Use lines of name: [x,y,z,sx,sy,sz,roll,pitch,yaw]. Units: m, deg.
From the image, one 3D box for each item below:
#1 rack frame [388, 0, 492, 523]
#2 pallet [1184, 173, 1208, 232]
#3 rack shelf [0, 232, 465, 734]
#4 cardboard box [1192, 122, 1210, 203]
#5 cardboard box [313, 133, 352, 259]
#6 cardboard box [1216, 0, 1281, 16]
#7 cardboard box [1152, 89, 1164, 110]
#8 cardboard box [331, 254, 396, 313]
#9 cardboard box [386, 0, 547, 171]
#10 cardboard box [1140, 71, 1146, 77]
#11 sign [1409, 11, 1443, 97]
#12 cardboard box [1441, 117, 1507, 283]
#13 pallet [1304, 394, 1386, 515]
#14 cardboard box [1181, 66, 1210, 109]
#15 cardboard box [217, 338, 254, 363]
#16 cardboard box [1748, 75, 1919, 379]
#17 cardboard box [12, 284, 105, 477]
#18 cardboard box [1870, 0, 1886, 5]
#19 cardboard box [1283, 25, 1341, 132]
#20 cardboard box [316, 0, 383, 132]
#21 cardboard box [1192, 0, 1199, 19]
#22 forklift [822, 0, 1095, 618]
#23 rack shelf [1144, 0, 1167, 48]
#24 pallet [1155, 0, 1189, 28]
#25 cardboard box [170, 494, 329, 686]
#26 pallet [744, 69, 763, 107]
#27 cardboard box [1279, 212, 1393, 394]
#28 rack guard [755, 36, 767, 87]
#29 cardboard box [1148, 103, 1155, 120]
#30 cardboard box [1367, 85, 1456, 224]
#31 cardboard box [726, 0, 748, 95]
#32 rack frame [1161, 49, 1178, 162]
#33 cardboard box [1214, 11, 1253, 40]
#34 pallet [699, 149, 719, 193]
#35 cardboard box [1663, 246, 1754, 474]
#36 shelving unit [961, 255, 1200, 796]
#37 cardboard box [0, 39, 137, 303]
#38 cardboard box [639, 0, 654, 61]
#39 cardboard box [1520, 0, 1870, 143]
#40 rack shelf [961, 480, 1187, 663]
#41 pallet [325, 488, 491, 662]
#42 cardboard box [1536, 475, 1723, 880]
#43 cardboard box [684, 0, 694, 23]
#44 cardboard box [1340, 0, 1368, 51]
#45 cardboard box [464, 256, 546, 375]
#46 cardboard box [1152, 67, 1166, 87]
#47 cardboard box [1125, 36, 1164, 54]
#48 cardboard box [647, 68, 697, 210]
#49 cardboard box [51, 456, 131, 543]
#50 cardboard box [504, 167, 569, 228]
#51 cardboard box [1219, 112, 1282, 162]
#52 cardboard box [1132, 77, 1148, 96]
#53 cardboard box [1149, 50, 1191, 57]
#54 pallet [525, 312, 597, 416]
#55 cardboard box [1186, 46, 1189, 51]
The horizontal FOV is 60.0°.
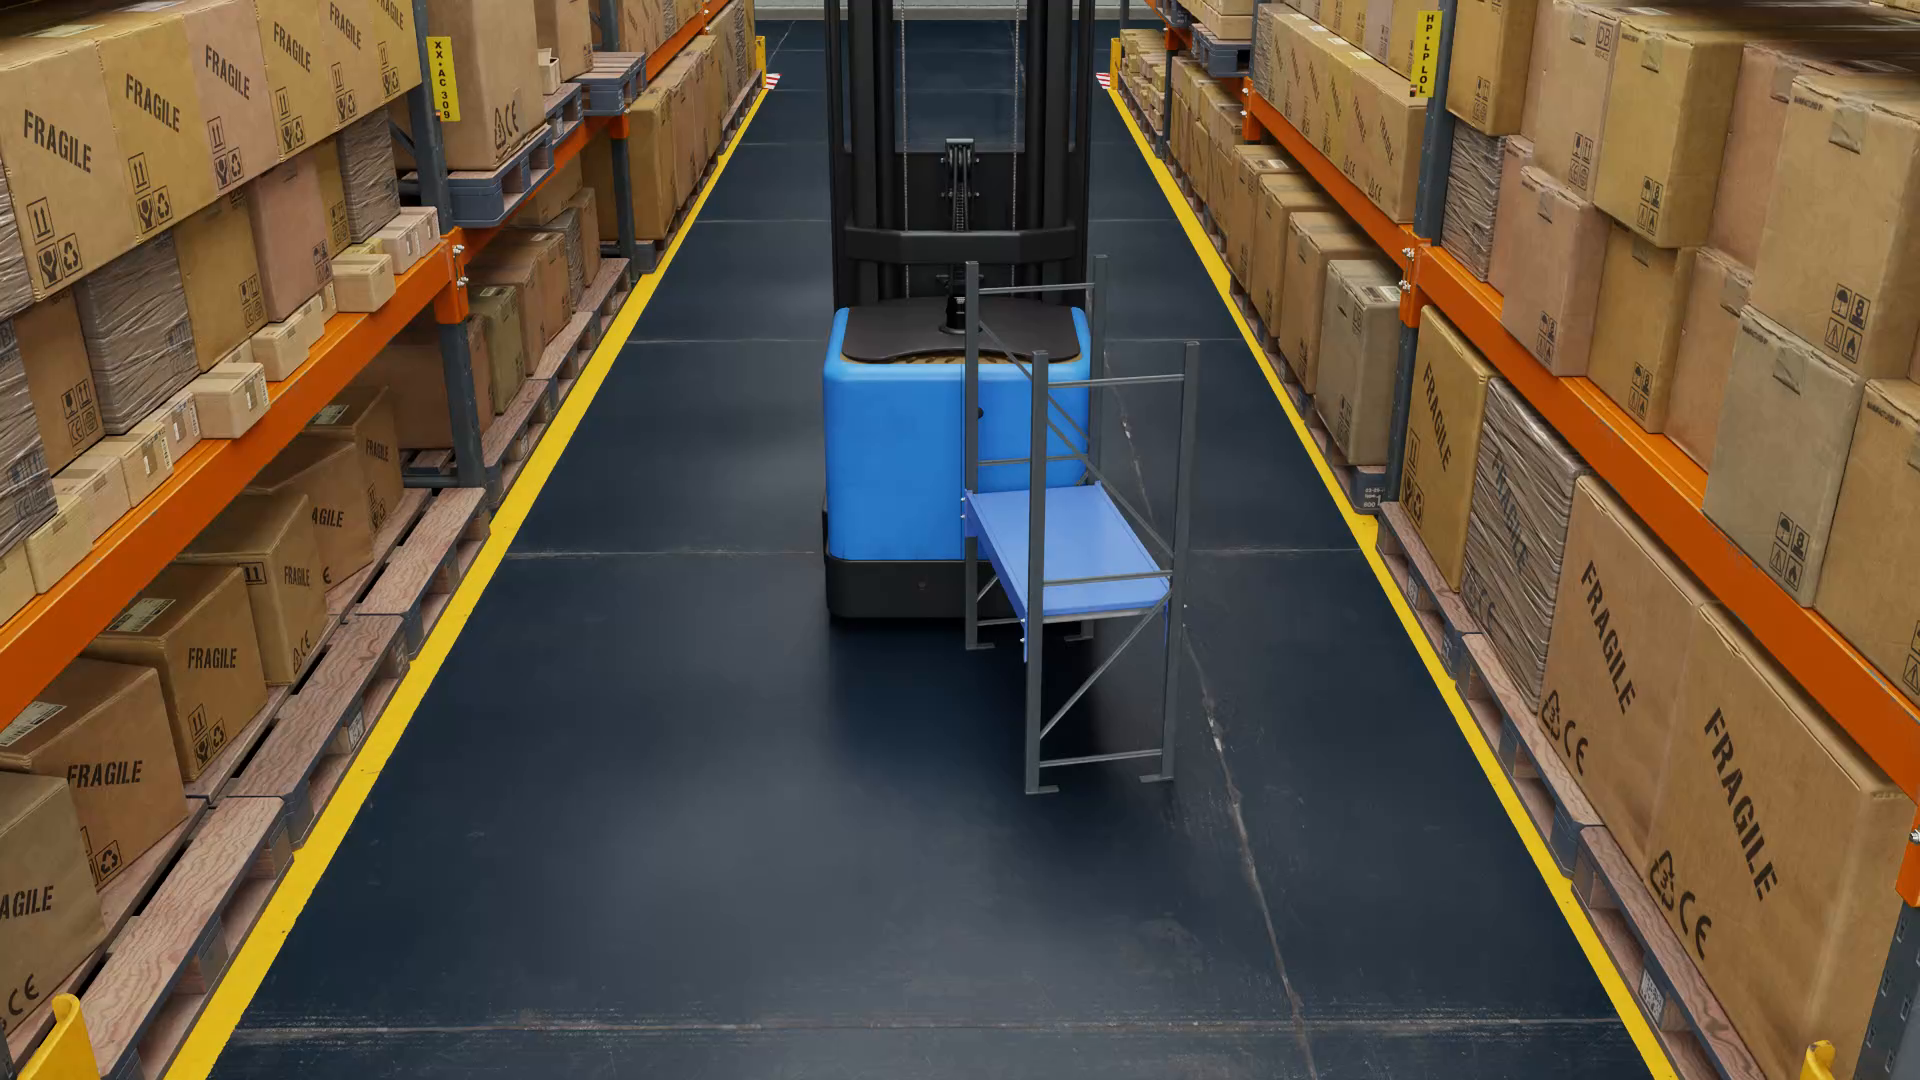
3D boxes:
rack frame: [-2.597,-1.429,6.770,1.000,3.000,0.127,0,24,-1]
pallet: [2.302,-2.611,12.767,1.003,0.211,1.213,0,24,-1]
rack shelf: [-2.575,-0.277,5.096,1.077,0.370,4.000,0,24,-1]
cardboard box: [2.027,-2.812,12.352,0.500,0.500,0.500,-1,24,-3]
cardboard box: [-2.684,-1.218,5.821,0.875,0.500,0.500,0,24,-1]
cardboard box: [1.859,-3.472,10.721,0.380,0.149,0.250,0,24,1]
cardboard box: [1.940,-3.974,14.986,0.380,0.149,0.250,-1,24,-3]
cardboard box: [-2.251,-0.918,5.946,0.380,0.149,0.250,0,24,-1]
cardboard box: [-2.466,-2.222,7.285,1.000,1.000,1.000,0,24,0]
cardboard box: [2.011,-4.737,16.672,0.380,0.149,0.250,-1,24,-3]
sign: [1.821,-1.895,6.490,0.100,0.325,0.005,0,24,-1]
cardboard box: [2.379,-1.326,6.360,0.875,0.550,0.550,0,24,-1]
pallet: [2.280,-0.457,8.004,1.003,0.211,1.213,0,24,-1]
cardboard box: [2.028,-3.575,13.129,0.500,0.250,0.500,0,24,1]
cardboard box: [-2.373,-0.506,5.033,0.380,0.149,0.250,0,24,-1]
cardboard box: [2.344,-0.701,3.668,0.875,0.550,0.550,0,24,-1]
cardboard box: [-2.658,-0.394,3.999,0.875,0.500,0.500,0,24,-1]
cardboard box: [6.968,-4.116,12.286,0.500,0.250,0.500,-1,24,-2]
cardboard box: [2.068,-2.500,9.016,0.500,0.500,0.500,0,24,-1]
cardboard box: [-2.310,-1.676,5.619,0.500,0.500,0.500,0,24,-1]
cardboard box: [1.847,-3.758,11.714,0.380,0.149,0.250,-1,24,-3]
forklift: [-0.004,-1.595,7.220,1.130,2.935,3.031,0,24,0]
rack shelf: [2.254,-5.203,15.986,1.077,0.370,4.000,0,24,-1]
pallet: [2.139,-4.303,13.357,1.003,0.211,1.213,0,24,-1]
cardboard box: [-2.534,0.175,5.747,0.500,0.500,0.500,-2,24,-5]
pallet: [-2.641,-4.774,17.550,1.003,0.211,1.213,0,24,-1]
cardboard box: [2.260,-1.229,8.548,1.050,0.750,0.750,0,24,-1]
rack guard: [-2.728,-5.245,18.240,1.175,0.500,0.348,0,24,-1]
cardboard box: [1.945,-3.975,15.348,0.380,0.149,0.250,-1,24,-2]
cardboard box: [2.090,-1.669,7.179,0.500,0.500,0.500,0,24,-1]
cardboard box: [-2.631,-4.959,16.643,0.875,0.875,0.875,0,24,-1]
rack frame: [2.276,-4.706,14.016,1.000,3.000,0.127,0,24,-1]
cardboard box: [1.855,-3.336,10.781,0.380,0.149,0.250,0,24,0]
pallet: [-2.601,-3.137,13.931,1.003,0.211,1.213,0,24,-1]
cardboard box: [2.449,-0.440,4.402,0.875,0.550,0.550,0,24,-1]
shelving unit: [0.362,-0.083,5.614,0.538,1.500,1.048,-5,25,-10]
cardboard box: [-2.286,-0.851,3.797,0.500,0.500,0.500,0,24,-1]
cardboard box: [-2.382,-3.537,11.309,0.500,0.500,0.500,-1,24,-2]
cardboard box: [2.455,-1.592,5.637,0.875,0.550,0.550,0,24,-1]
rack shelf: [0.362,0.081,5.688,0.538,0.185,1.000,-5,25,-10]
pallet: [-2.555,0.118,6.733,1.003,0.211,1.213,0,24,-1]
cardboard box: [2.322,0.374,4.853,0.875,0.875,0.875,-1,24,-1]
cardboard box: [-2.408,-4.376,13.164,0.500,0.500,0.500,0,24,1]
cardboard box: [2.335,-2.744,8.342,0.700,0.500,0.500,0,24,-1]
cardboard box: [-2.575,-1.171,8.698,0.700,0.500,0.500,-2,24,-5]
cardboard box: [1.960,-4.223,15.175,0.380,0.149,0.250,0,24,-1]
cardboard box: [1.897,-5.083,17.077,0.380,0.149,0.250,0,24,-1]
cardboard box: [-2.630,-2.952,12.207,1.225,0.875,0.875,0,24,0]
cardboard box: [-2.313,-0.094,4.123,0.380,0.149,0.250,0,24,-1]
cardboard box: [-2.588,-1.986,9.591,0.500,0.250,0.500,2,24,5]
cardboard box: [2.050,-2.733,11.266,0.500,0.250,0.500,-1,24,-2]
cardboard box: [1.919,-4.506,16.523,0.380,0.149,0.250,-1,24,-3]
cardboard box: [2.031,-4.655,16.131,0.380,0.149,0.250,0,24,0]
pallet: [-2.623,-0.983,9.168,1.003,0.211,1.213,0,24,-1]
cardboard box: [2.506,-4.984,16.858,0.380,0.149,0.250,-1,24,-3]
